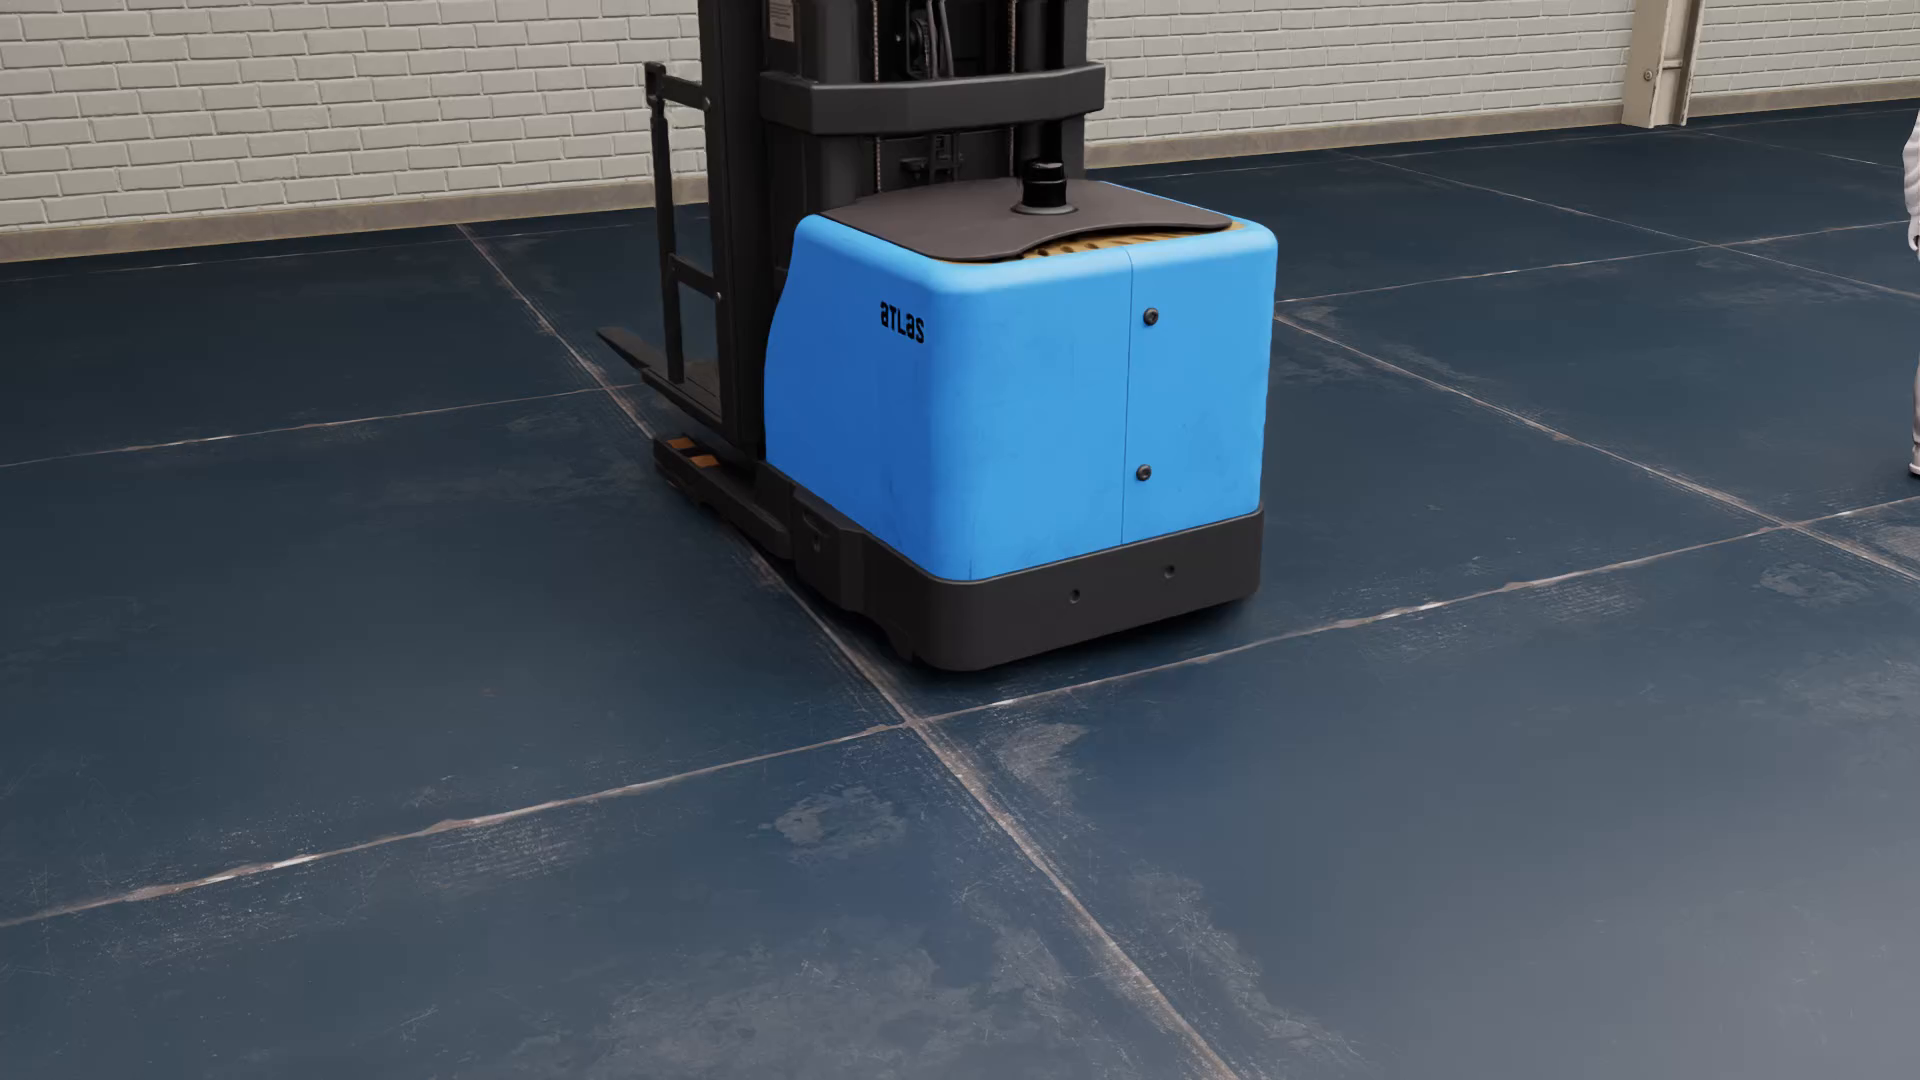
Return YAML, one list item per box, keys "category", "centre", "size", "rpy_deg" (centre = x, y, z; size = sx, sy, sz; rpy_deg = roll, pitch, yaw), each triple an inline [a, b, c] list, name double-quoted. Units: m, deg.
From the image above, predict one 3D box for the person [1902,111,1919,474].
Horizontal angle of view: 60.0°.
- category: "person"
  centre: [3.328, -1.013, 5.319]
  size: [0.531, 1.694, 0.587]
  rpy_deg: [-13, 26, -28]

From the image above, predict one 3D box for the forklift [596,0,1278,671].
- category: "forklift"
  centre: [-0.361, -1.546, 5.008]
  size: [1.130, 2.935, 3.031]
  rpy_deg: [-13, 26, -28]
